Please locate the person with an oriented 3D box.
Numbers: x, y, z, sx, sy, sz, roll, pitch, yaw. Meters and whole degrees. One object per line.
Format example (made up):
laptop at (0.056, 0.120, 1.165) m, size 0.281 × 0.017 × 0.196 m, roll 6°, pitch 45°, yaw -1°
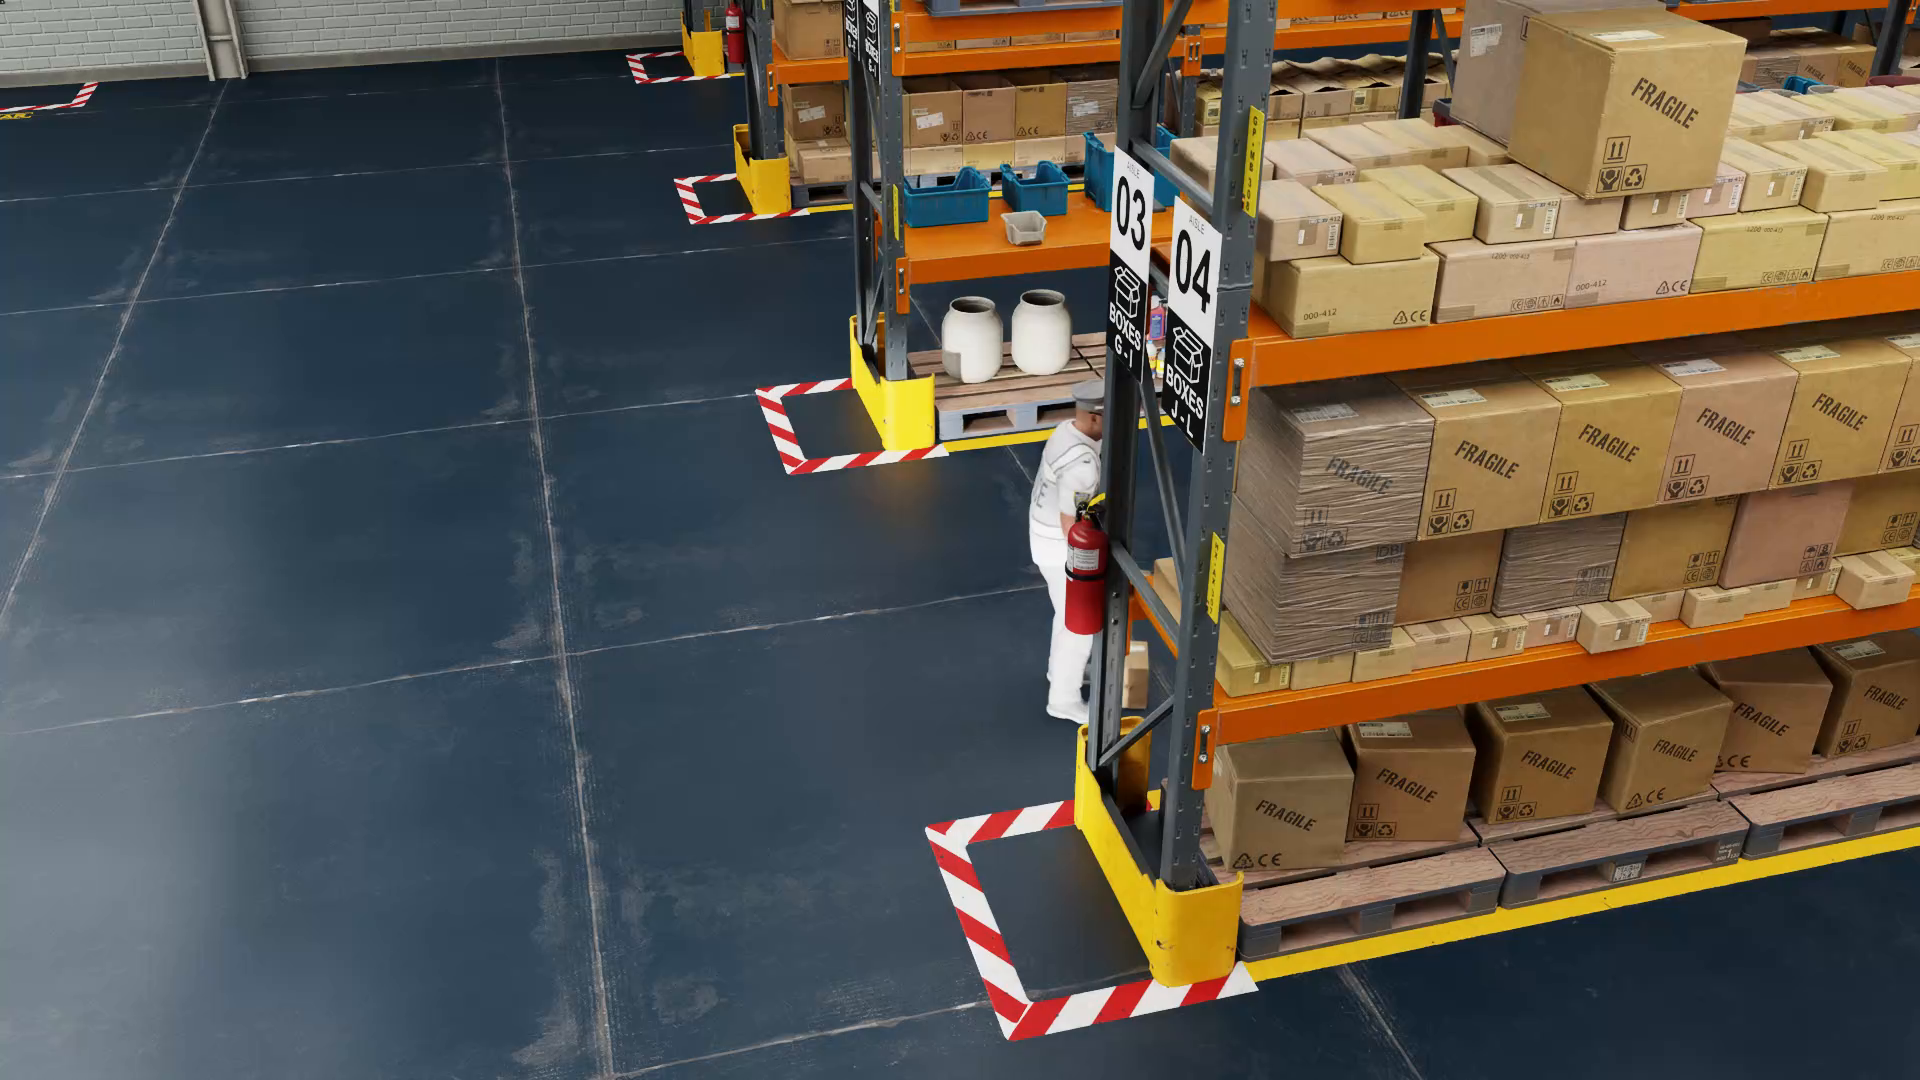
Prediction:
person at (0.559, 0.035, 8.172) m, size 0.442 × 1.747 × 0.585 m, roll 1°, pitch 30°, yaw 1°
